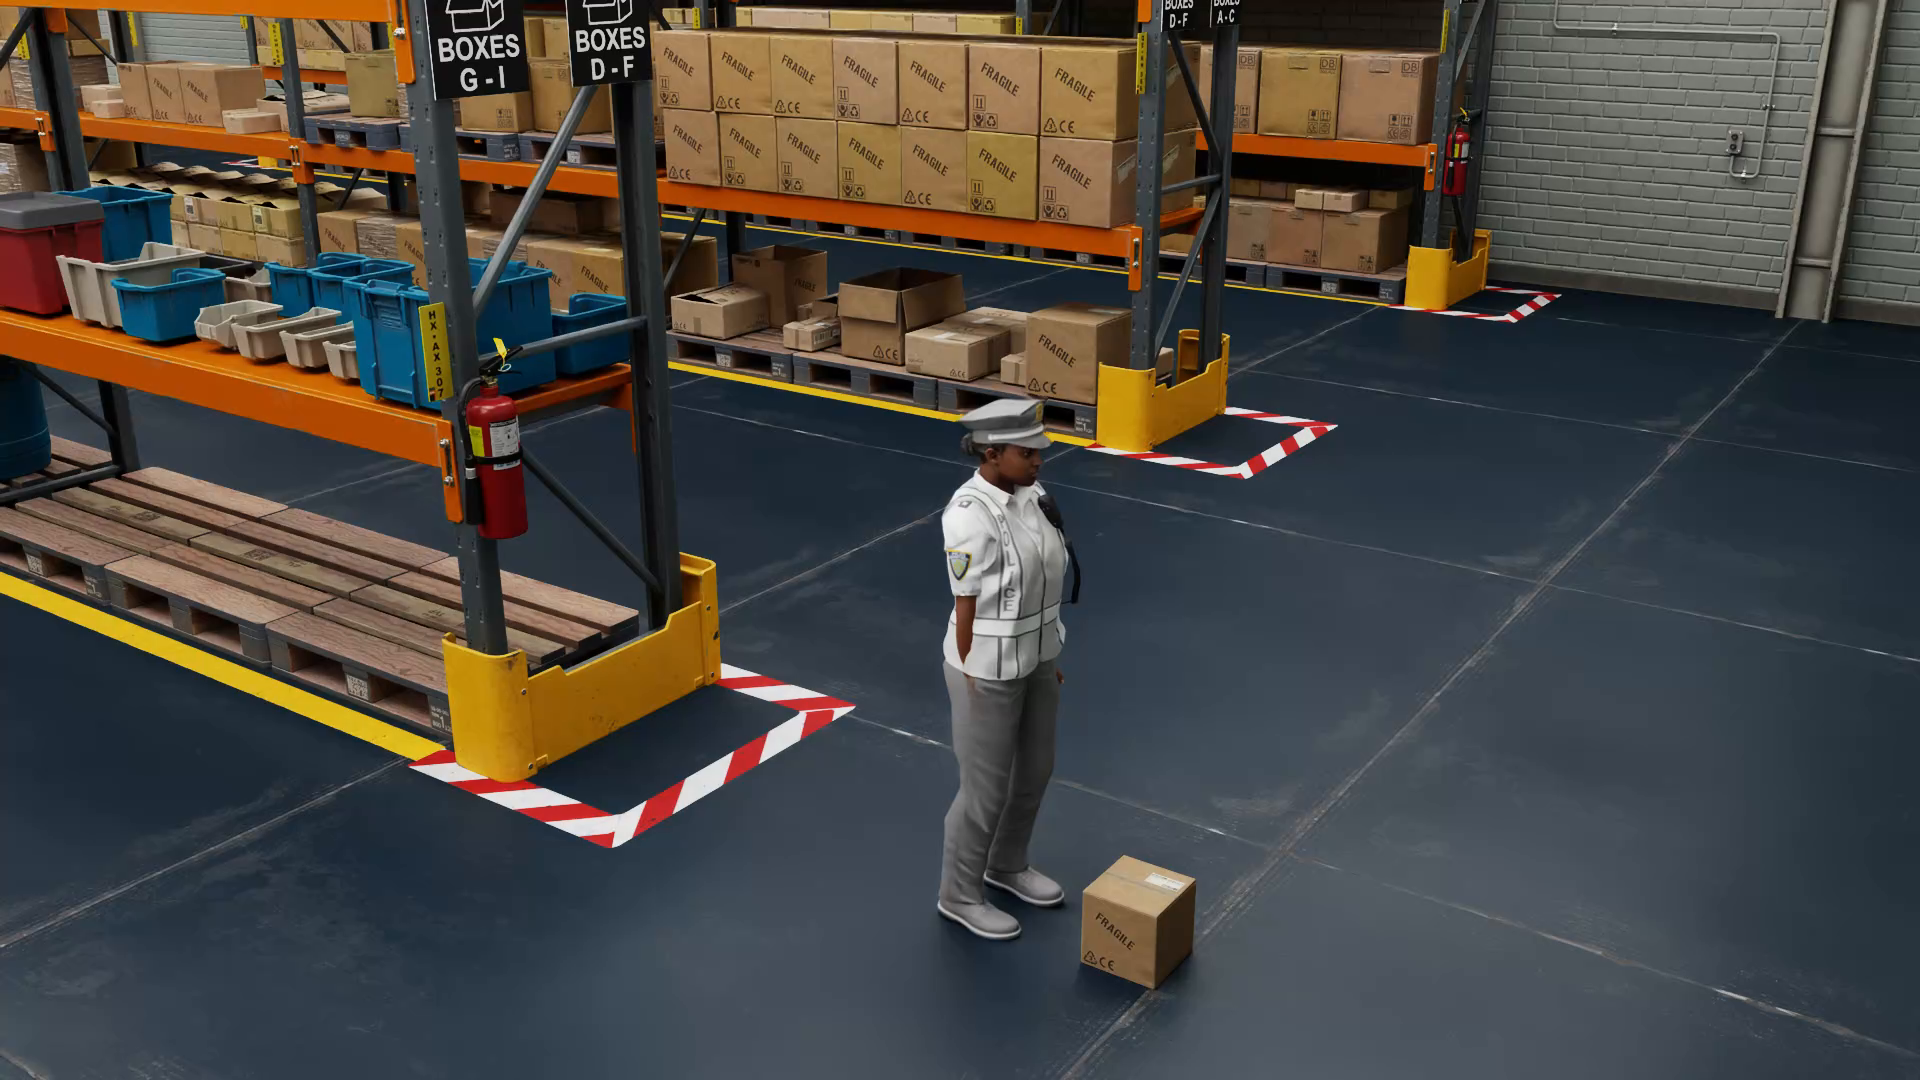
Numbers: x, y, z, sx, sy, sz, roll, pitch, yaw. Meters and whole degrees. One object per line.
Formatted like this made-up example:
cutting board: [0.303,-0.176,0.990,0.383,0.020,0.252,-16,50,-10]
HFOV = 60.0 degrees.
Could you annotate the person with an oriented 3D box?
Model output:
person: [0.146,0.380,5.019,0.341,1.672,0.437,14,24,33]
